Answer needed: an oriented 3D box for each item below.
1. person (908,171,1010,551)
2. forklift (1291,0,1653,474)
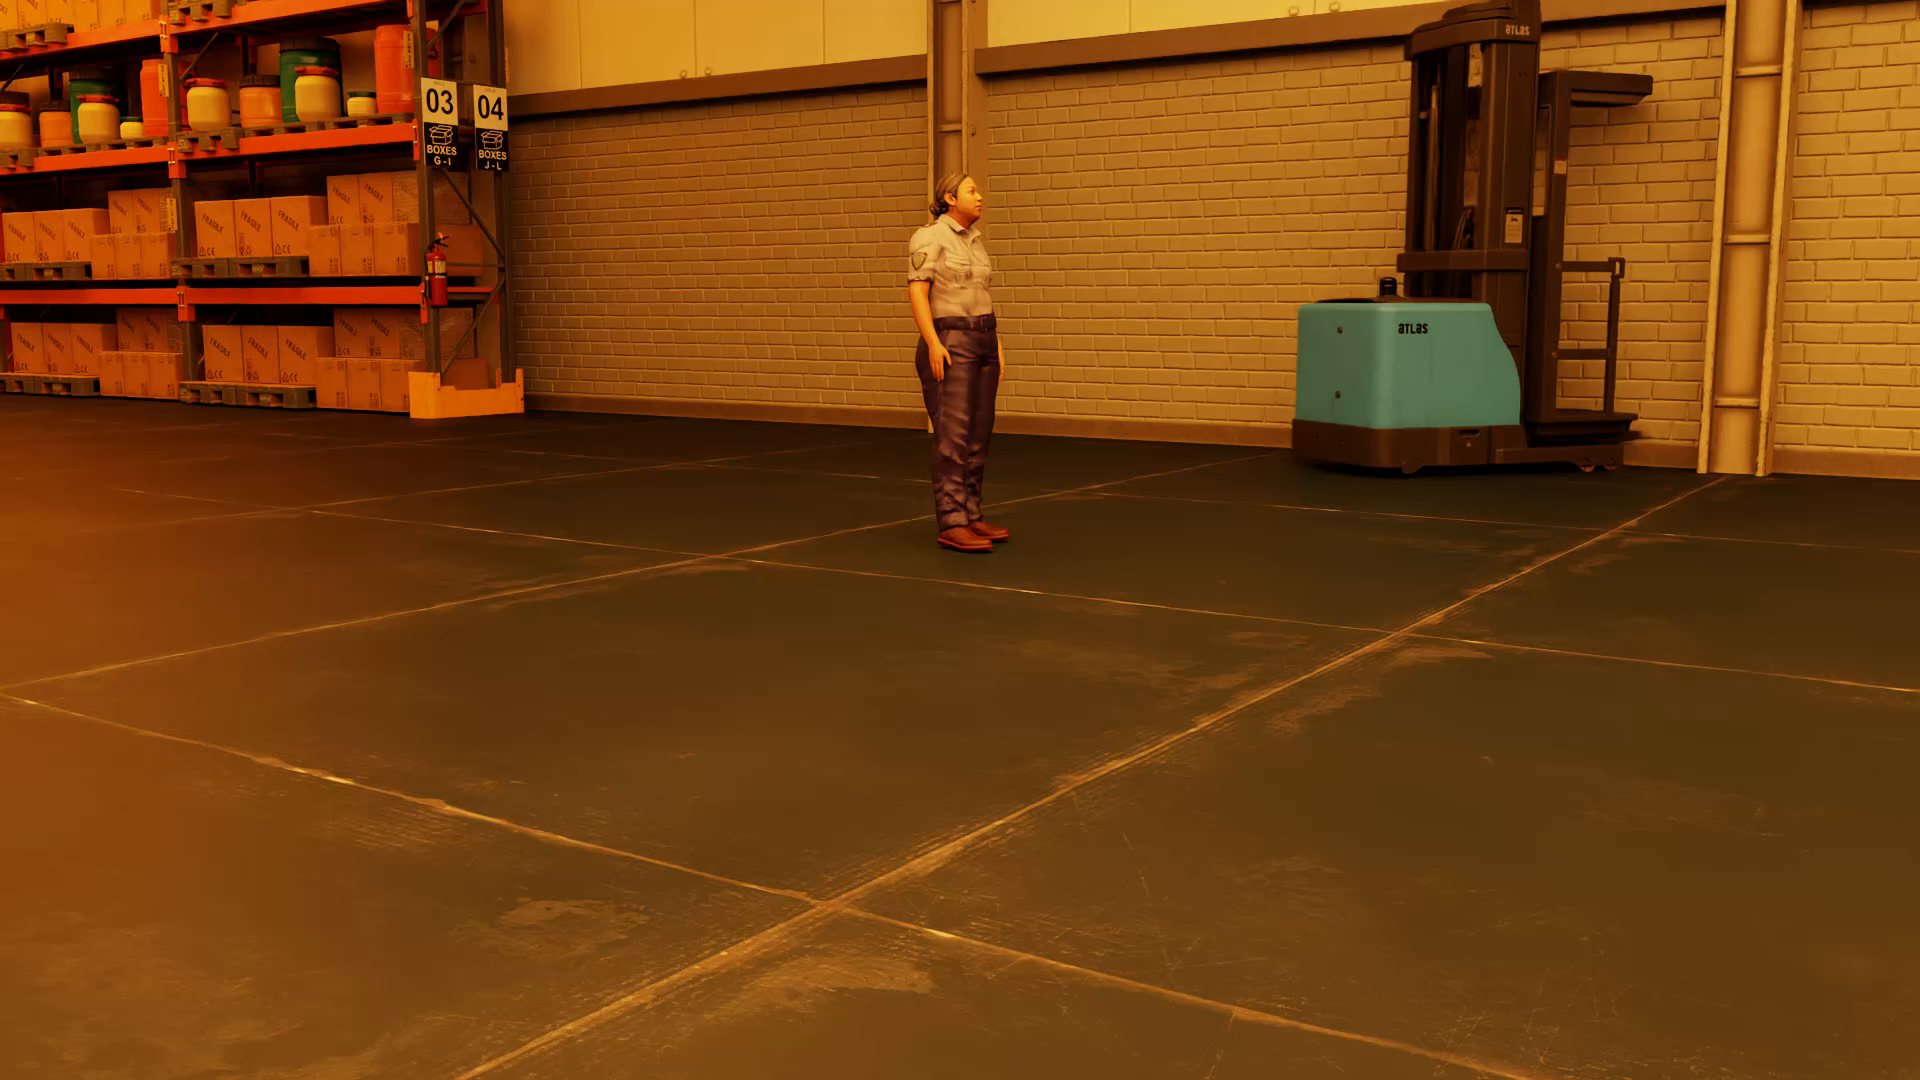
[{"bbox_3d":[0.062,-0.809,7.418,0.502,1.643,0.598,5,10,34],"label":"person"},{"bbox_3d":[3.777,-1.962,10.989,3.031,2.935,1.130,-3,9,-21],"label":"forklift"}]
